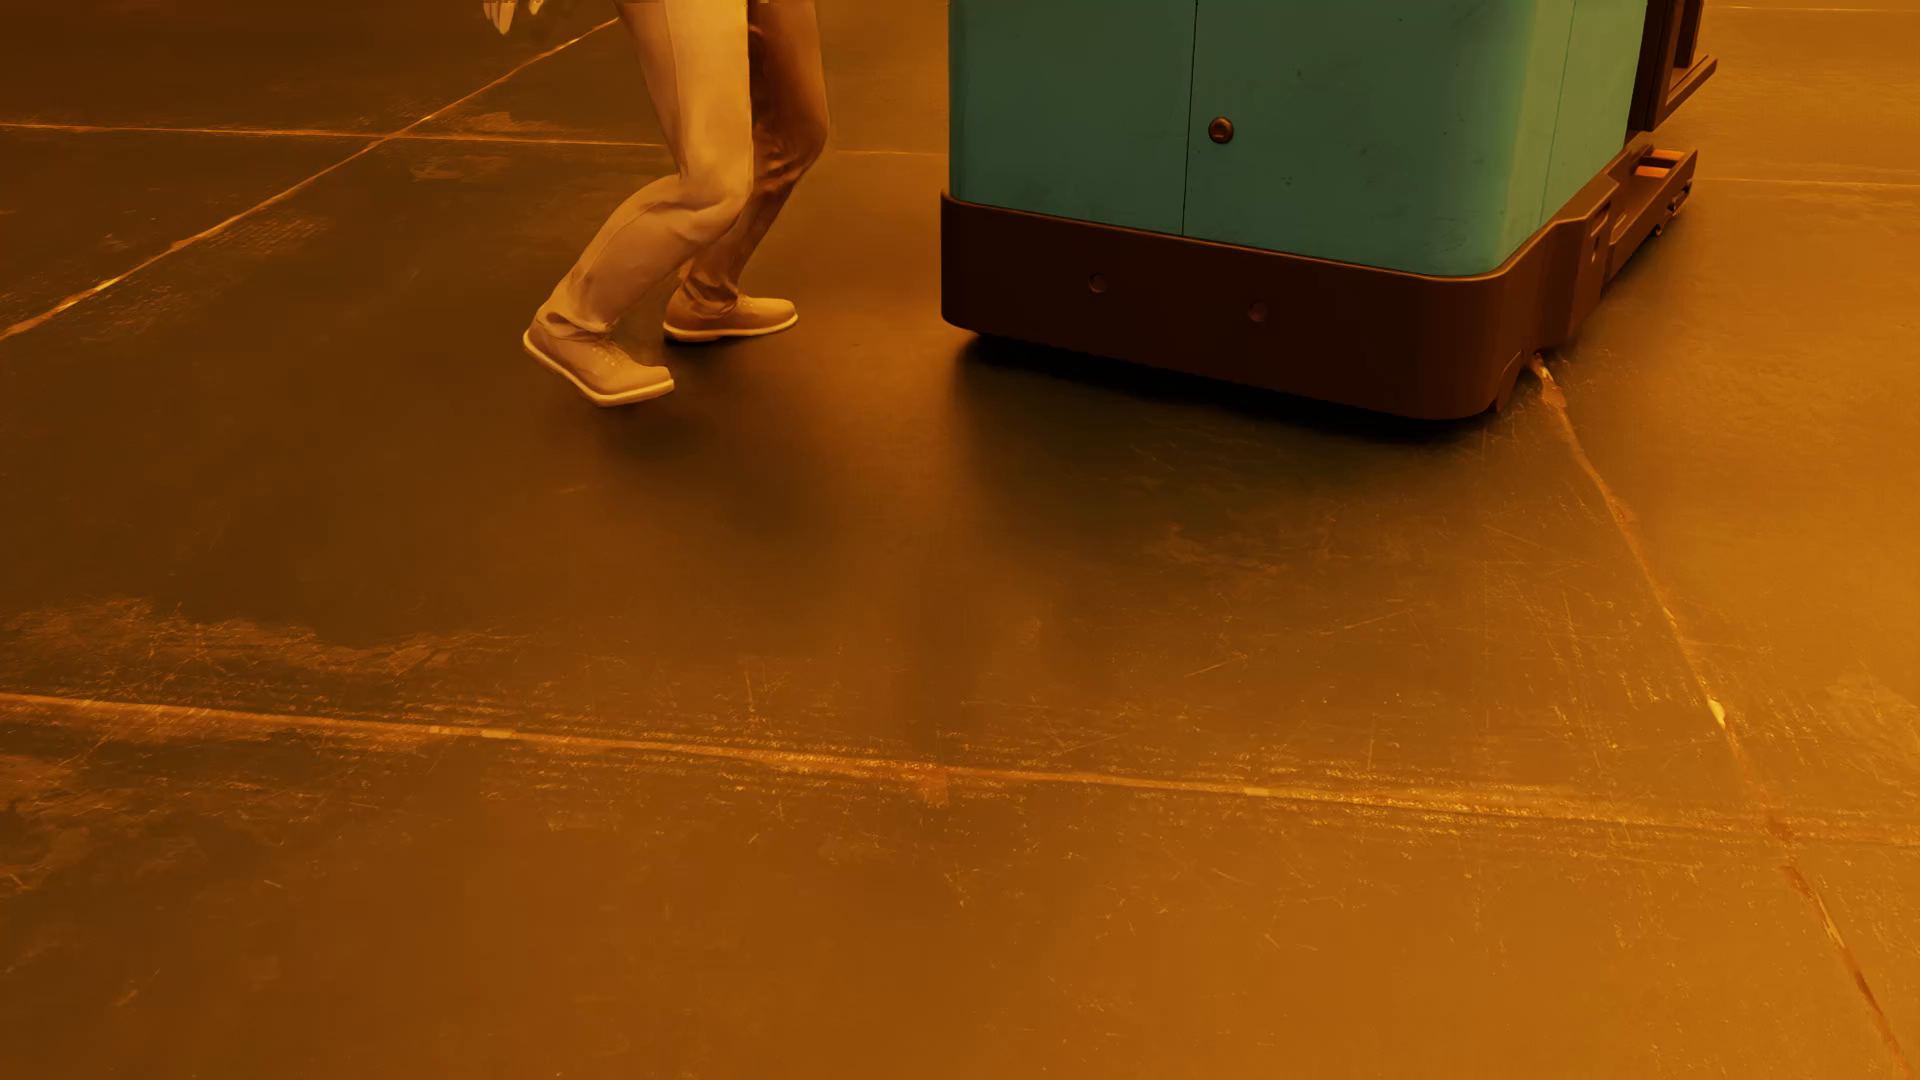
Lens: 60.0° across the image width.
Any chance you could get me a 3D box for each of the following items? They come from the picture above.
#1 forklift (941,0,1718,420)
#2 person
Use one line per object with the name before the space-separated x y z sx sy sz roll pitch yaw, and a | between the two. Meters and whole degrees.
forklift | 1.155 -2.125 3.477 1.130 2.935 3.031 15 30 27
person | -0.509 -0.995 2.734 0.453 1.592 0.813 8 28 16
